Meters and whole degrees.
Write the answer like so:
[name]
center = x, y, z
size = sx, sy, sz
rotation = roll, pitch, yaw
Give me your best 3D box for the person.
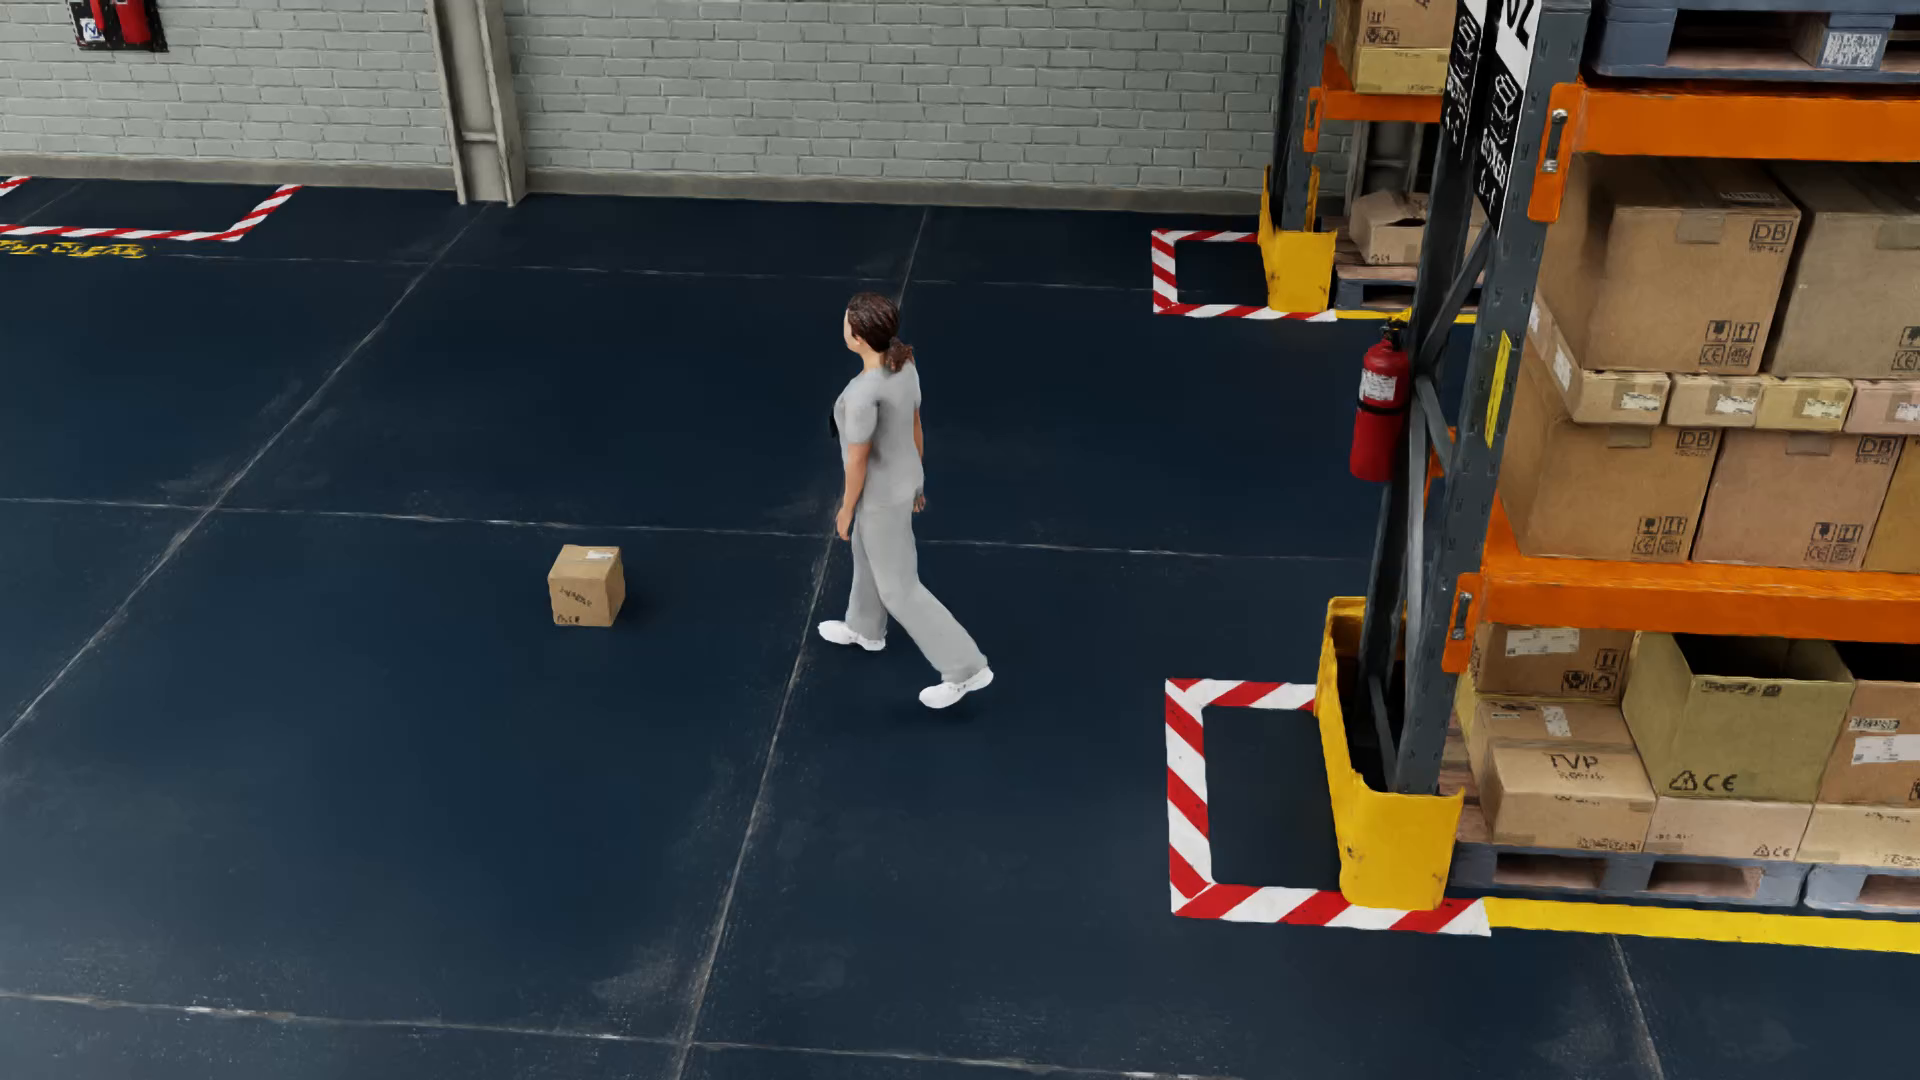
[person]
center = -0.244, -0.153, 6.382
size = 0.863, 1.656, 0.488
rotation = 11, 34, 17
